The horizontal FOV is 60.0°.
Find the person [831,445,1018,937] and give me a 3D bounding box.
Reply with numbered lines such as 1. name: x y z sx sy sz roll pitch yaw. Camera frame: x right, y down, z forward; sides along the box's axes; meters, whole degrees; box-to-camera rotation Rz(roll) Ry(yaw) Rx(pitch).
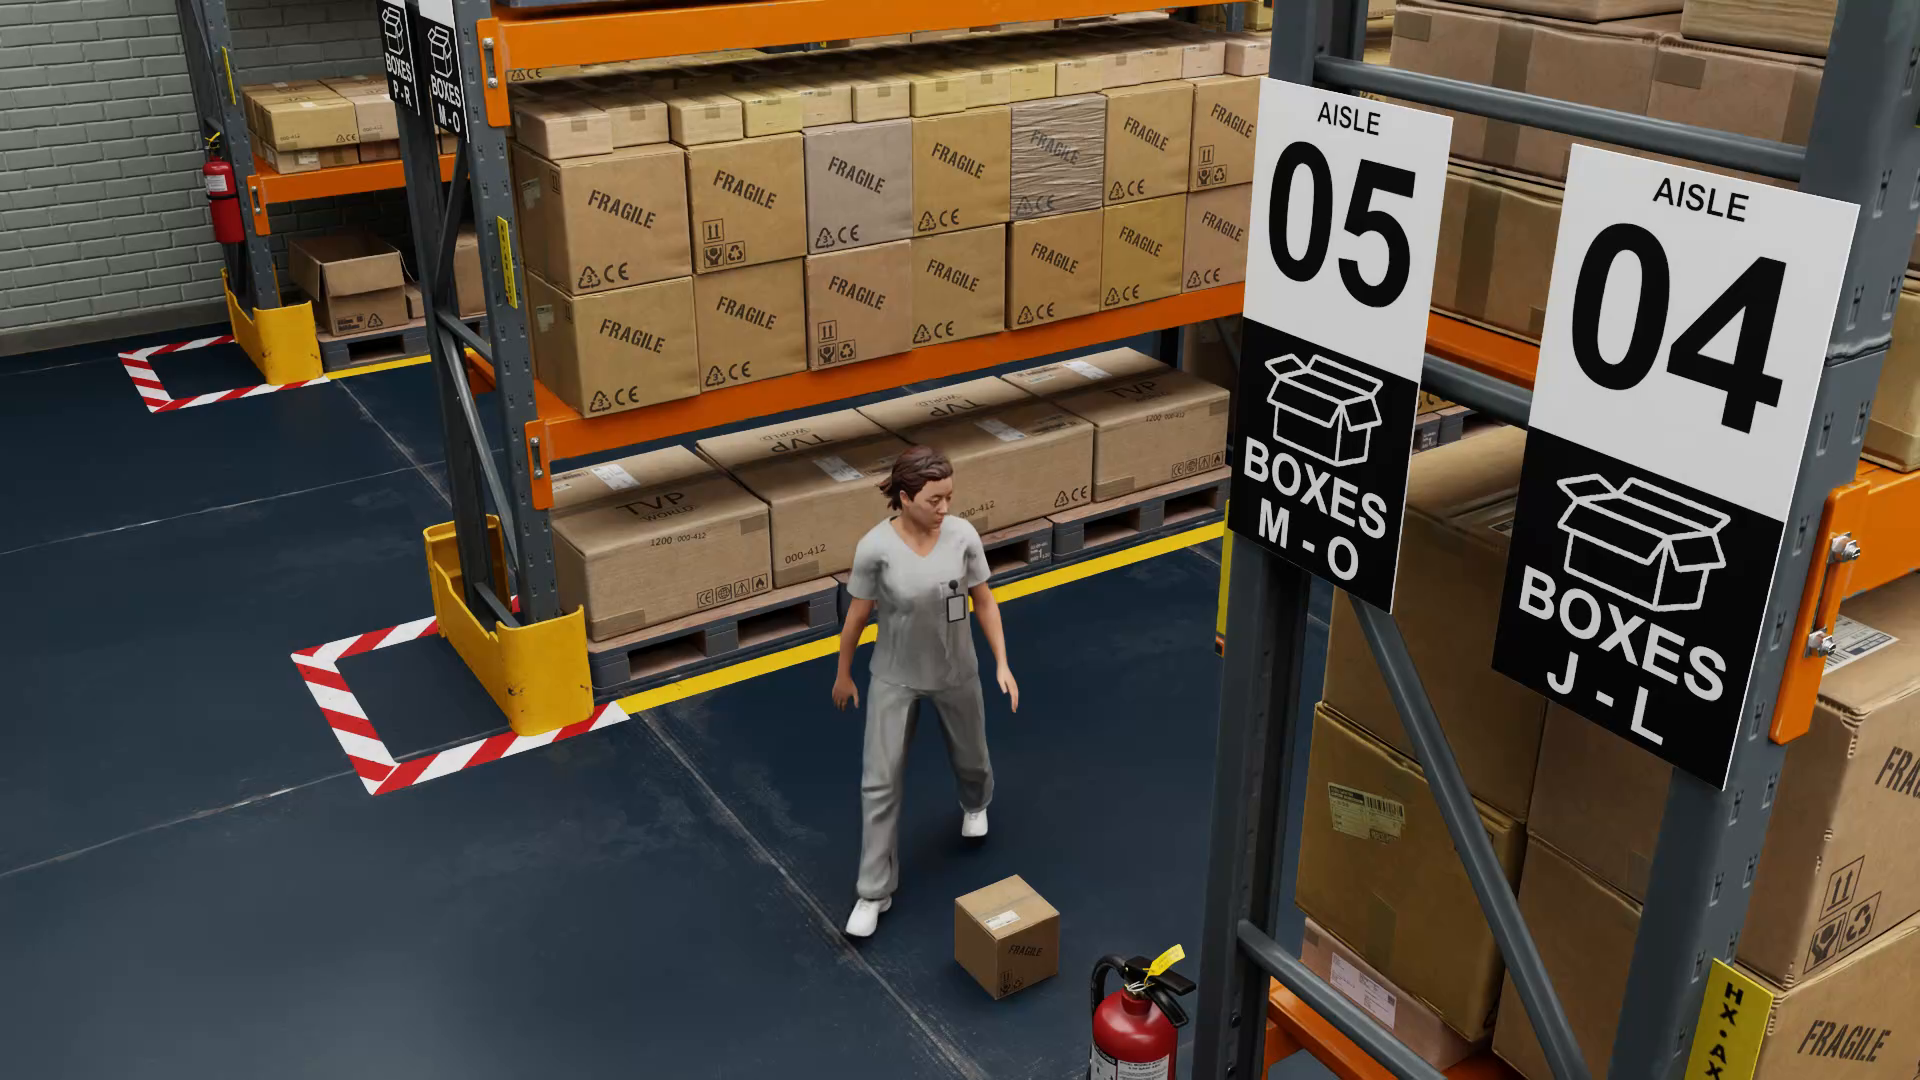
1. person: -0.126 0.455 5.638 0.623 1.648 0.808 -2 25 -5
